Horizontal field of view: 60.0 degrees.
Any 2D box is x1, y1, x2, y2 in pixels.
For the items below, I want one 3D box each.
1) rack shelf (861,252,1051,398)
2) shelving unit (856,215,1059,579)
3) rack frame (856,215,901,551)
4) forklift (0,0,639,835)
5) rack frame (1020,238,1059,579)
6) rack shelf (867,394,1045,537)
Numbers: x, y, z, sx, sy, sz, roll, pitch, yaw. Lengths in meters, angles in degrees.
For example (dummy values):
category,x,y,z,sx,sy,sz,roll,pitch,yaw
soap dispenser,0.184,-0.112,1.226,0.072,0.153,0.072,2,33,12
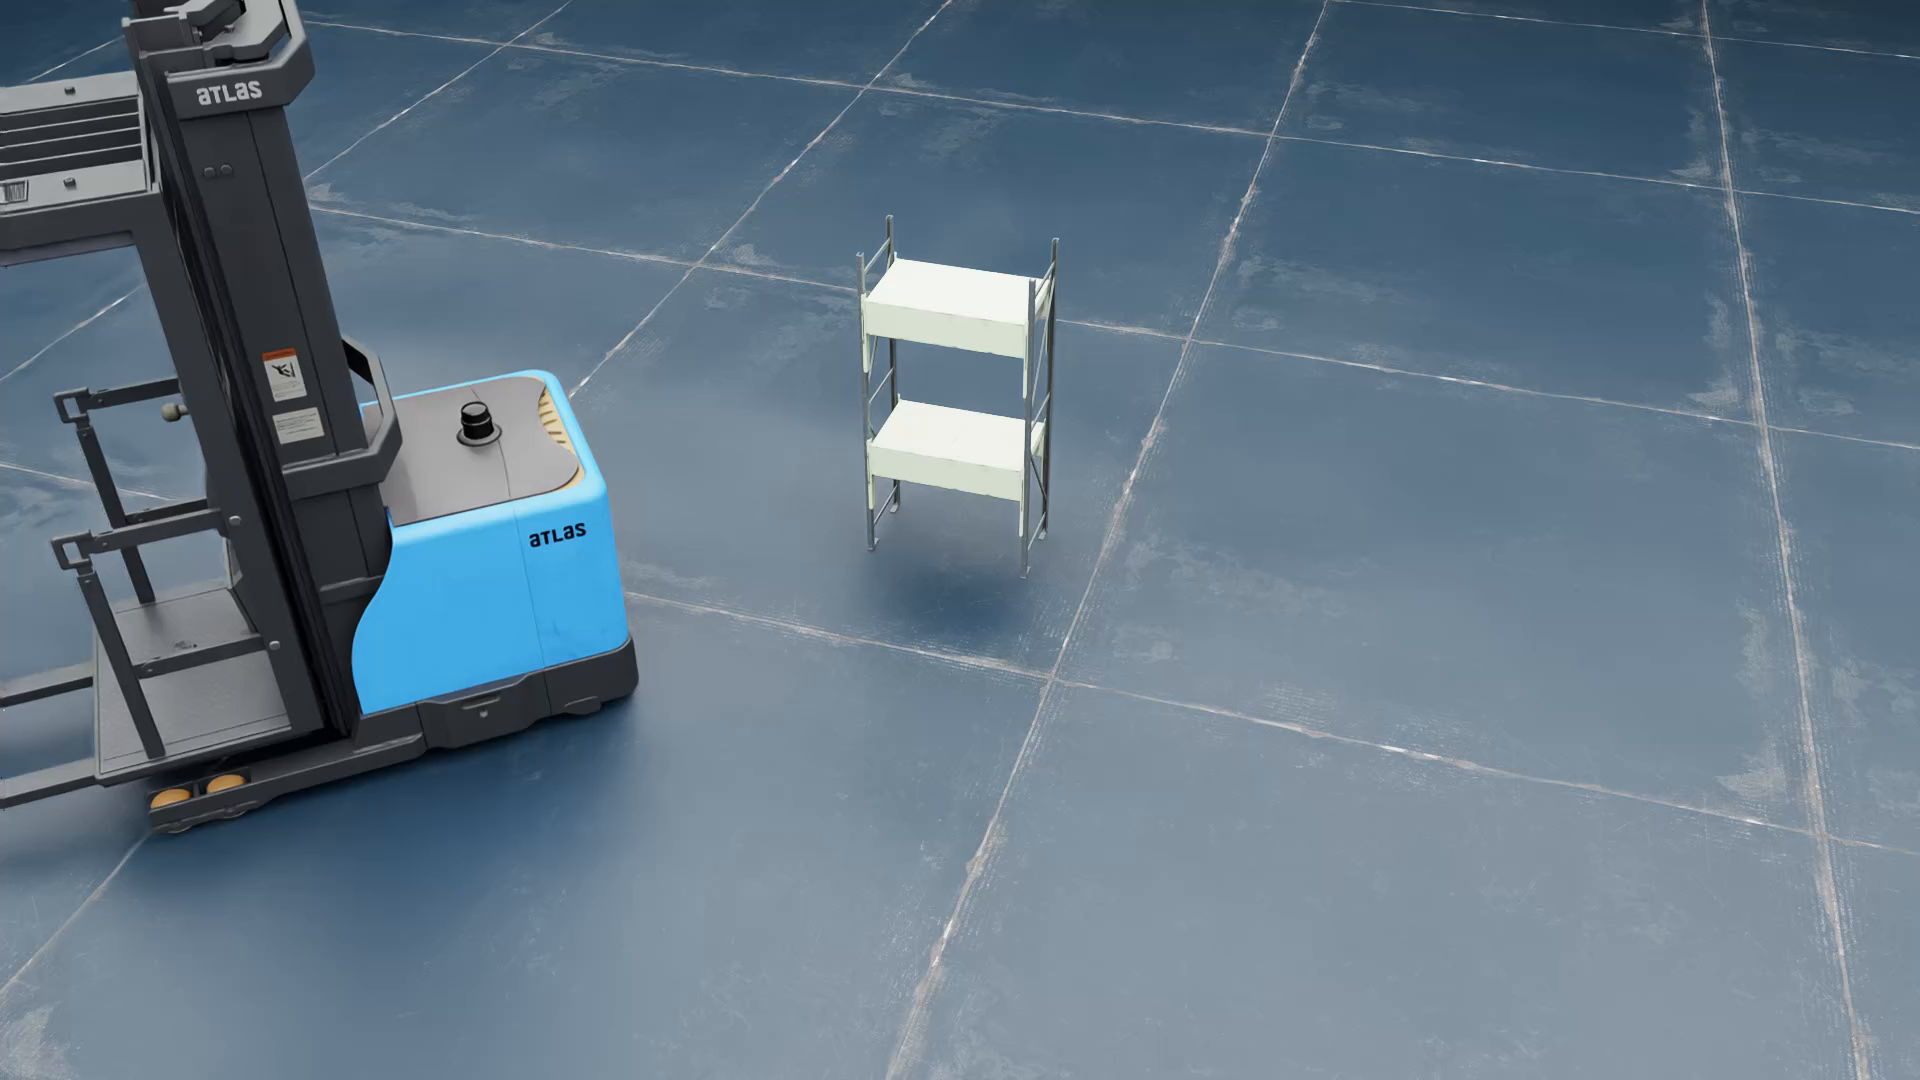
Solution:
category,x,y,z,sx,sy,sz,roll,pitch,yaw
rack shelf,-0.006,-0.919,7.076,0.720,0.370,0.431,10,38,14
shelving unit,-0.006,-0.605,7.307,0.755,1.500,0.431,10,38,14
rack frame,-0.356,-0.670,7.395,0.023,1.500,0.400,10,38,14
forklift,-2.886,-0.436,5.870,3.031,2.935,1.130,-14,39,-19
rack frame,0.343,-0.541,7.219,0.023,1.500,0.400,10,38,14
rack shelf,-0.006,-0.343,7.500,0.720,0.370,0.431,10,38,14
